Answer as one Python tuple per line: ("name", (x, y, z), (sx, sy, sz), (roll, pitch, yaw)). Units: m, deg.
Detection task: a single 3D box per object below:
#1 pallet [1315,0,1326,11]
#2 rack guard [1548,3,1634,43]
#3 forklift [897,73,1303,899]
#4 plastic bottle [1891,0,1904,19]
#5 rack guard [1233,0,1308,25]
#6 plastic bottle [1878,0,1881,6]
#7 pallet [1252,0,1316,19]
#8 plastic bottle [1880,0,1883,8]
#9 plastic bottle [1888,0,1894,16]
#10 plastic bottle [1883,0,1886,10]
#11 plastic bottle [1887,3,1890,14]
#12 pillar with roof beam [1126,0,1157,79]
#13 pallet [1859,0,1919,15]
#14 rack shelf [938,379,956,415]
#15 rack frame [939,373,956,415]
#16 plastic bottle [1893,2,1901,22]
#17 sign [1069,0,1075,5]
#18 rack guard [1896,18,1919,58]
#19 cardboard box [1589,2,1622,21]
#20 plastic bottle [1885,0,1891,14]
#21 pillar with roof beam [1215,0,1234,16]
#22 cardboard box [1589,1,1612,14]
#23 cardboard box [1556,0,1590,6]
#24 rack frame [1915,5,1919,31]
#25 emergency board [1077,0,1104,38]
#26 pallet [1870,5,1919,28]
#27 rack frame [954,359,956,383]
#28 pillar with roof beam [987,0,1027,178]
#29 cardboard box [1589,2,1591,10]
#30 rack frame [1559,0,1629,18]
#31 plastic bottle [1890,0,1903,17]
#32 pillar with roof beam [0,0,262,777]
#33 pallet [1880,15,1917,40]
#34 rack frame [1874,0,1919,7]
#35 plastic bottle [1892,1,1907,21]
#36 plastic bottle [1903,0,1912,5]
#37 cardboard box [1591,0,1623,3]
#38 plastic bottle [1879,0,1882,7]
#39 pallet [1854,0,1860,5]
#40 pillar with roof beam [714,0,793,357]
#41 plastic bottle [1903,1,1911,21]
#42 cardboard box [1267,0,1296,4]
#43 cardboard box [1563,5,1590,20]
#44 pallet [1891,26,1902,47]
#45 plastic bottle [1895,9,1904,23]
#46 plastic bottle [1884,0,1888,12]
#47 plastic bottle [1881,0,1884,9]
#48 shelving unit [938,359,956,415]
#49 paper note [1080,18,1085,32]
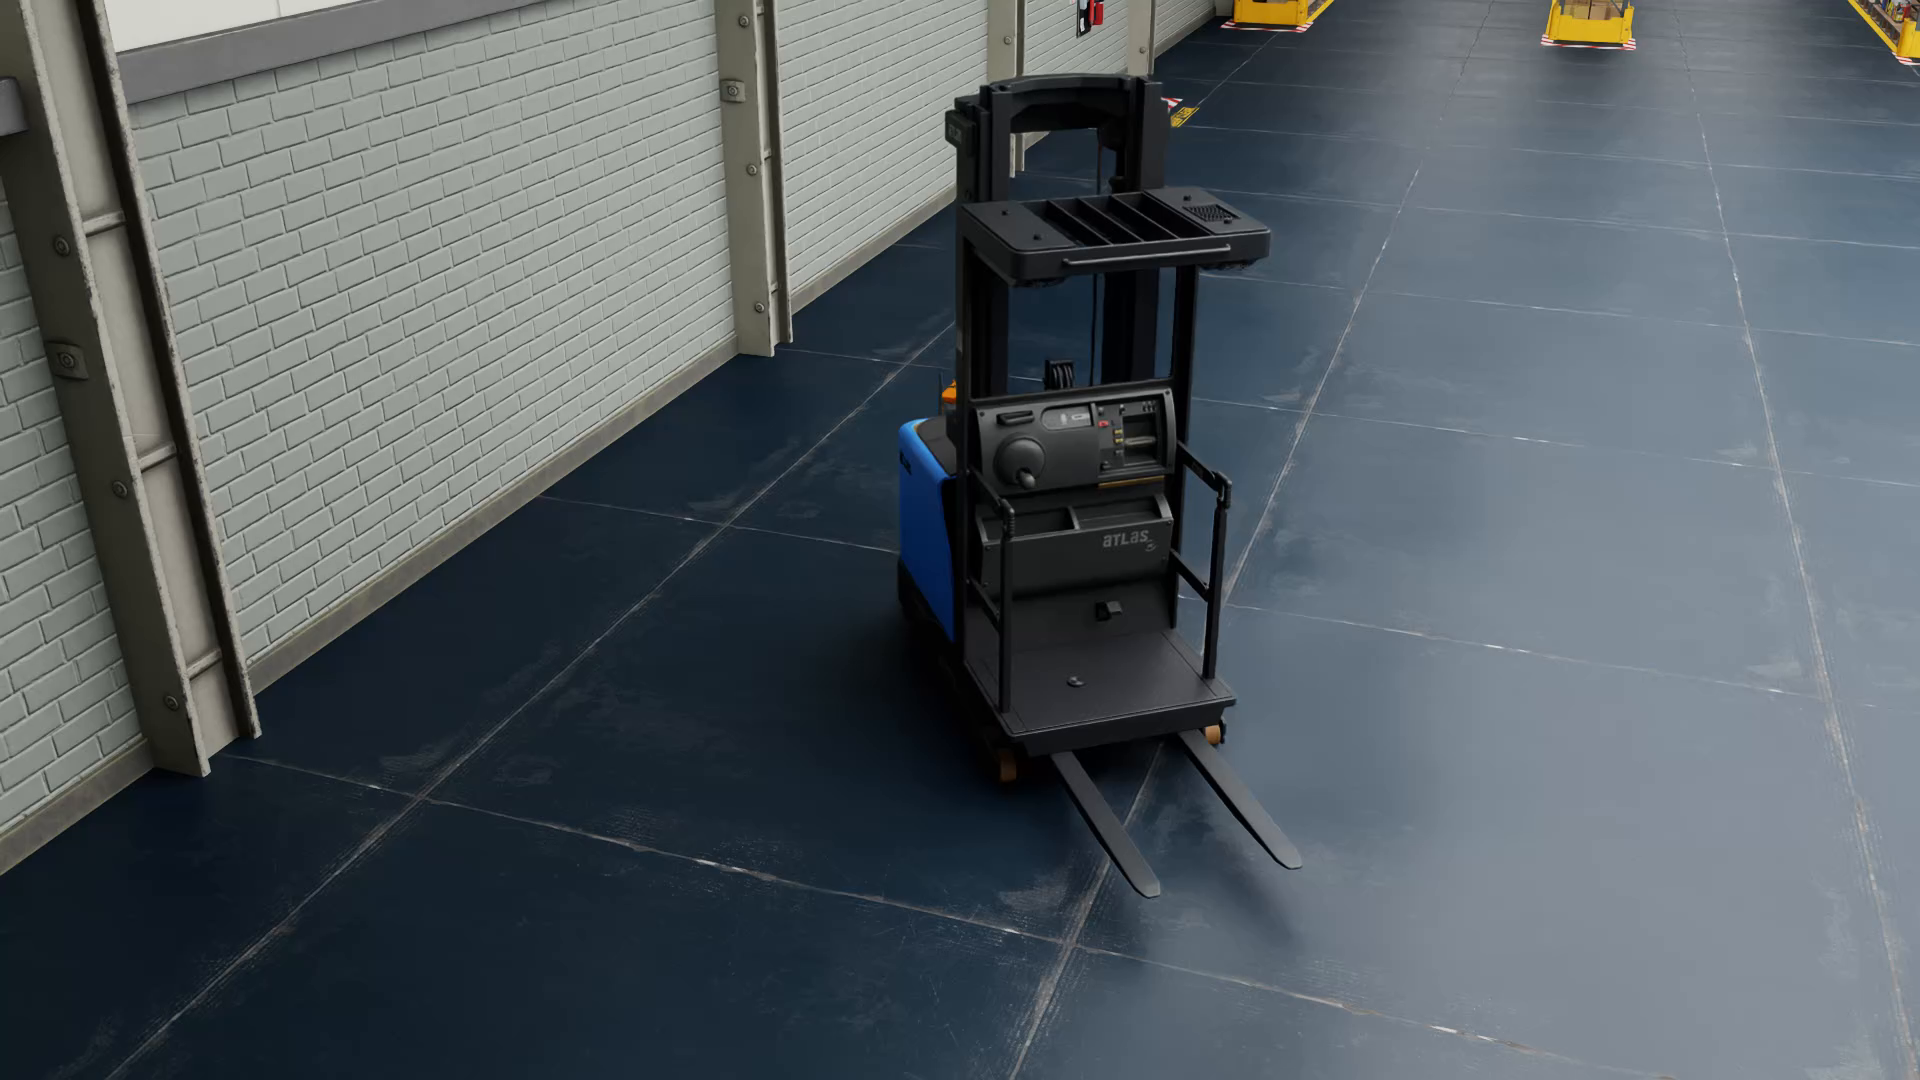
("pallet", (5.798, -9.432, 28.988), (1.003, 0.211, 1.213), (9, 27, 17))
("rack guard", (9.726, -7.976, 25.649), (1.175, 0.500, 0.348), (9, 27, 17))
("forklift", (0.590, -0.416, 7.245), (1.130, 2.935, 3.031), (-8, 27, -15))
("plastic bottle", (14.758, -8.338, 26.149), (0.152, 0.276, 0.135), (8, 27, 16))
("rack guard", (5.087, -8.734, 27.215), (1.175, 0.500, 0.348), (9, 27, 17))
("plastic bottle", (15.216, -8.937, 27.393), (0.097, 0.271, 0.097), (0, 26, 0))
("pallet", (5.391, -8.932, 27.956), (1.003, 0.211, 1.213), (9, 27, 17))
("plastic bottle", (15.148, -8.822, 27.235), (0.097, 0.201, 0.097), (0, 26, 0))
("plastic bottle", (14.871, -8.517, 26.433), (0.144, 0.351, 0.185), (9, 27, 17))
("plastic bottle", (15.075, -8.769, 26.954), (0.144, 0.351, 0.185), (10, 27, 19))
("plastic bottle", (14.896, -8.511, 26.593), (0.097, 0.201, 0.097), (0, 26, 0))
("pillar with roof beam", (6.542, -9.851, 19.769), (9.100, 9.000, 0.400), (9, 27, 17))
("pallet", (15.960, -9.108, 28.319), (1.003, 0.211, 1.213), (9, 27, 17))
("rack shelf", (0.018, -0.740, 9.448), (0.215, 0.259, 0.240), (9, 27, 17))
("rack frame", (-0.023, -0.444, 9.463), (0.200, 1.050, 0.008), (9, 27, 17))
("plastic bottle", (14.624, -8.235, 25.929), (0.061, 0.283, 0.133), (9, 27, 19))
("sign", (1.343, -6.569, 19.834), (0.001, 0.329, 0.234), (9, 27, 17))
("rack guard", (14.385, -7.304, 24.261), (1.175, 0.500, 0.348), (9, 27, 17))
("cardboard box", (10.123, -8.250, 26.021), (0.500, 0.250, 0.500), (9, 27, 17))
("plastic bottle", (14.918, -8.599, 26.680), (0.061, 0.283, 0.133), (10, 28, 20))
("pillar with roof beam", (8.539, -12.316, 24.862), (9.100, 9.000, 0.400), (9, 27, 17))
("cardboard box", (10.285, -8.456, 26.447), (0.500, 0.250, 0.500), (9, 27, 17))
("cardboard box", (9.632, -8.663, 26.013), (0.500, 0.500, 0.500), (9, 27, 17))
("rack frame", (14.404, -8.391, 23.638), (1.000, 3.000, 0.127), (9, 27, 17))
("emergency board", (1.624, -6.765, 20.280), (0.194, 1.169, 0.643), (9, 27, 17))
("pallet", (15.472, -8.510, 27.083), (1.003, 0.211, 1.213), (9, 27, 17))
("rack frame", (0.058, -0.545, 9.670), (0.200, 1.050, 0.008), (9, 27, 17))
("pillar with roof beam", (4.545, -7.385, 14.677), (9.100, 9.000, 0.400), (9, 27, 17))
("cardboard box", (10.452, -8.662, 26.871), (0.500, 0.250, 0.500), (9, 27, 17))
("rack frame", (9.734, -9.111, 25.125), (1.000, 3.000, 0.127), (9, 27, 17))
("plastic bottle", (14.809, -8.440, 26.275), (0.144, 0.351, 0.185), (10, 28, 20))
("pillar with roof beam", (0.552, -2.454, 4.492), (9.100, 9.000, 0.400), (9, 27, 17))
("pallet", (15.068, -8.007, 26.044), (1.003, 0.211, 1.213), (9, 27, 17))
("rack frame", (15.735, -10.035, 27.033), (1.000, 3.000, 0.127), (9, 27, 17))
("plastic bottle", (14.712, -8.281, 26.032), (0.152, 0.276, 0.135), (9, 27, 18))
("plastic bottle", (15.019, -8.472, 26.426), (0.152, 0.276, 0.135), (9, 27, 17))
("cardboard box", (10.287, -8.794, 26.283), (0.500, 0.500, 0.500), (9, 27, 17))
("plastic bottle", (15.182, -8.864, 27.322), (0.097, 0.201, 0.097), (0, 26, 0))
("pallet", (16.364, -9.611, 29.358), (1.003, 0.211, 1.213), (9, 27, 17))
("pillar with roof beam", (2.549, -4.919, 9.584), (9.100, 9.000, 0.400), (9, 27, 17))
("plastic bottle", (14.812, -8.269, 25.999), (0.061, 0.283, 0.133), (9, 27, 17))
("cardboard box", (5.377, -9.087, 27.656), (0.500, 0.311, 0.500), (6, 26, 12))
("cardboard box", (9.634, -8.325, 26.176), (0.500, 0.250, 0.500), (9, 27, 17))
("pallet", (14.660, -7.507, 25.012), (1.003, 0.211, 1.213), (9, 27, 17))
("plastic bottle", (14.602, -8.148, 25.842), (0.097, 0.201, 0.097), (0, 26, 0))
("plastic bottle", (15.012, -8.691, 26.793), (0.144, 0.351, 0.185), (8, 27, 15))
("plastic bottle", (15.134, -8.803, 27.109), (0.152, 0.276, 0.135), (10, 27, 19))
("shelving unit", (0.018, -0.495, 9.567), (0.215, 1.050, 0.252), (9, 27, 17))
("paper note", (1.500, -6.306, 20.342), (0.016, 0.148, 0.142), (9, 27, 17))
